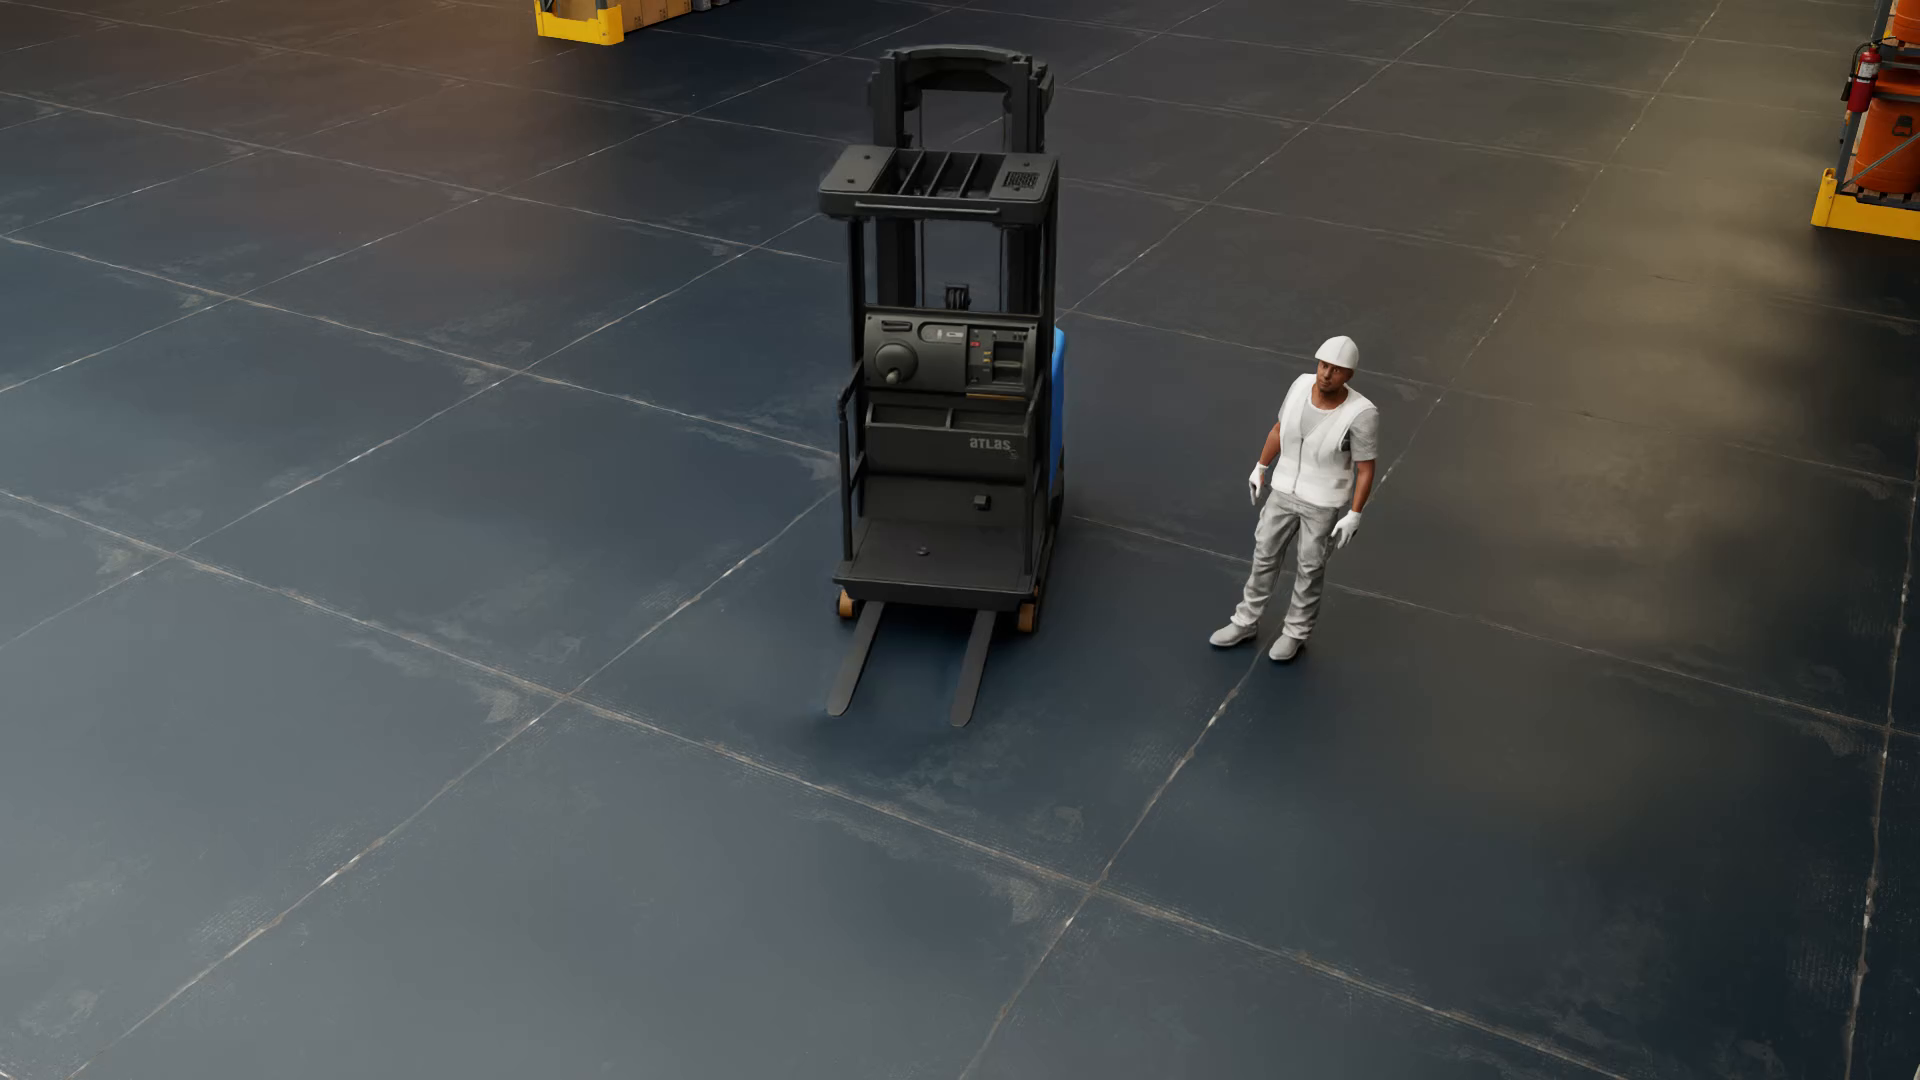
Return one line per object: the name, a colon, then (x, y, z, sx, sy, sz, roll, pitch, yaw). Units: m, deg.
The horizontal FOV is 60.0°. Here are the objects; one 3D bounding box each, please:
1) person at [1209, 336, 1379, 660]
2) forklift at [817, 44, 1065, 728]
person: (1.746, -0.195, 8.544, 0.574, 1.783, 0.656, -26, 39, -38)
forklift: (-0.083, -0.950, 8.717, 1.130, 2.935, 3.031, 4, 30, 8)
